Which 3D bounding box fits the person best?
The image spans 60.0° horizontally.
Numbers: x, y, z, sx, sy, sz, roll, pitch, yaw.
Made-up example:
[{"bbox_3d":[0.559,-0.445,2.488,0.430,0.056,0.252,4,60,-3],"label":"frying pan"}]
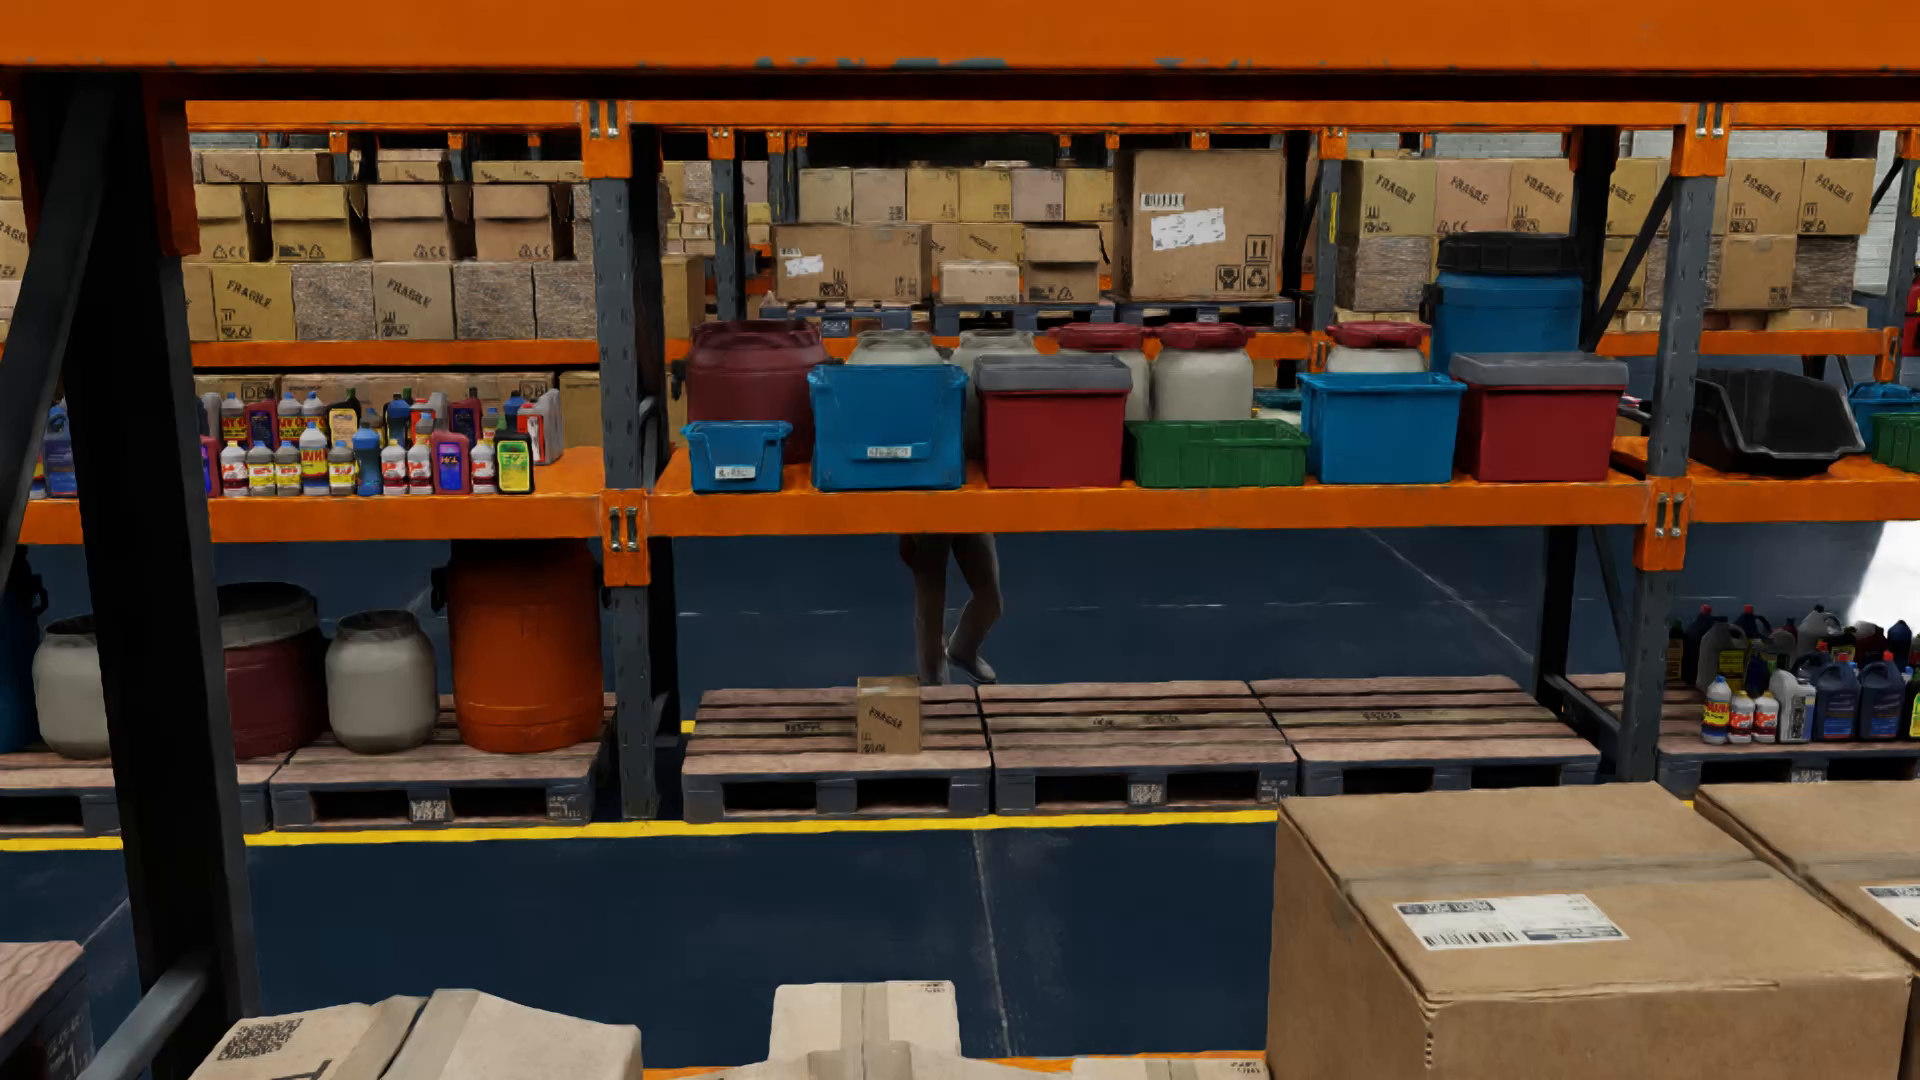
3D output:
[{"bbox_3d":[-0.054,-0.070,7.694,0.507,1.677,0.419,-3,14,-13],"label":"person"}]
